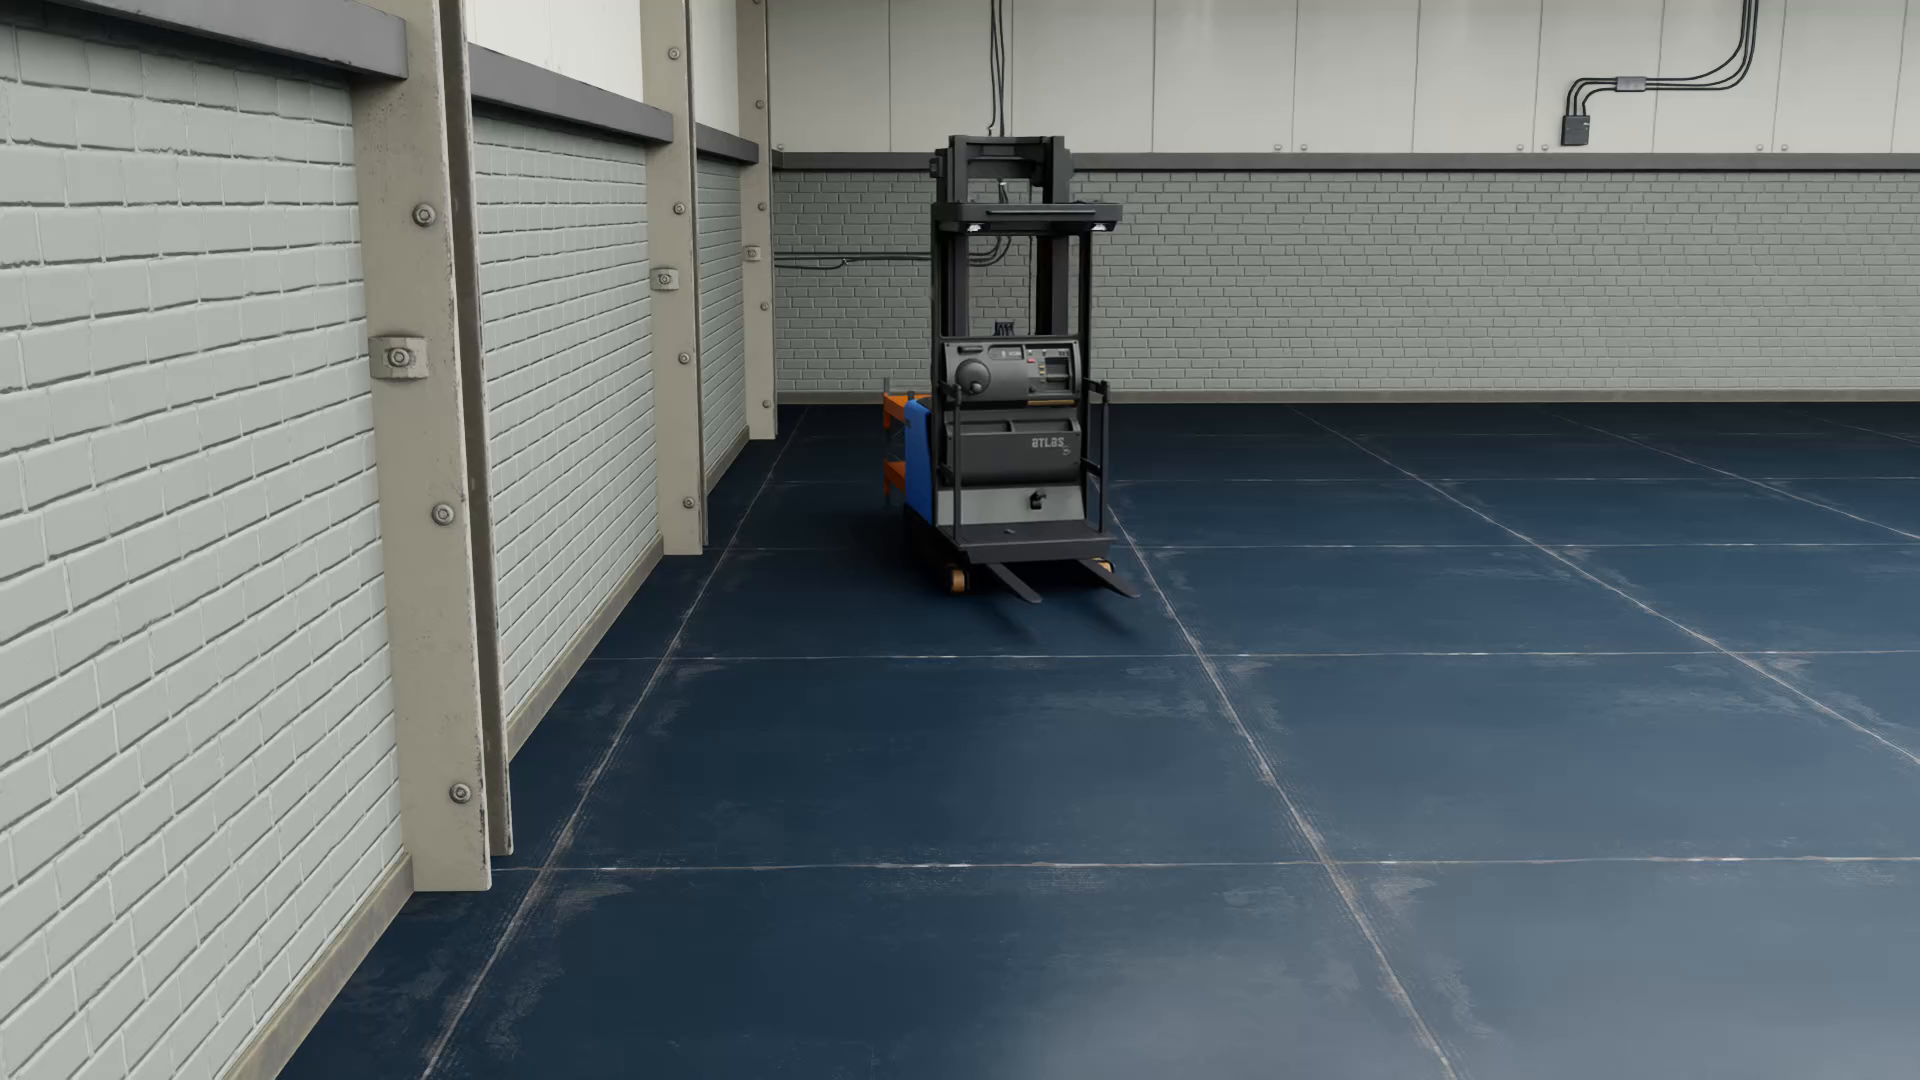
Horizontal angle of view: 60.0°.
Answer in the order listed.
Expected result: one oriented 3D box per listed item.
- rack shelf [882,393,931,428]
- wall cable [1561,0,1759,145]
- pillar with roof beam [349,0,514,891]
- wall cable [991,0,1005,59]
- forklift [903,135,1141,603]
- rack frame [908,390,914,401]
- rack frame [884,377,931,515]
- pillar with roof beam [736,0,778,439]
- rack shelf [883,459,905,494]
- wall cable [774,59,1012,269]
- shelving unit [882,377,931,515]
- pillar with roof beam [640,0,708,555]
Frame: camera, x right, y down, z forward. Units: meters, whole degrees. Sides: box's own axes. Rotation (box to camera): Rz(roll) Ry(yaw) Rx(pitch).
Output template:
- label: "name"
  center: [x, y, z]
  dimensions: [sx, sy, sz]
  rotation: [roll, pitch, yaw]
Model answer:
- label: "rack shelf"
  center: [-0.255, -0.958, 12.981]
  dimensions: [0.538, 0.278, 1.000]
  rotation: [-3, 12, -13]
- label: "wall cable"
  center: [8.598, -7.830, 19.966]
  dimensions: [2.305, 6.003, 0.169]
  rotation: [0, 11, -1]
- label: "pillar with roof beam"
  center: [2.397, -3.168, 5.543]
  dimensions: [9.100, 9.000, 0.400]
  rotation: [0, 11, -1]
- label: "wall cable"
  center: [1.811, -7.091, 19.988]
  dimensions: [3.097, 2.526, 0.112]
  rotation: [0, 11, -1]
- label: "forklift"
  center: [0.403, -1.165, 10.929]
  dimensions: [1.130, 2.935, 3.031]
  rotation: [-3, 12, -13]
- label: "rack frame"
  center: [-0.142, -0.573, 12.553]
  dimensions: [0.500, 1.125, 0.032]
  rotation: [-3, 12, -13]
- label: "rack frame"
  center: [-0.367, -0.770, 13.525]
  dimensions: [0.500, 1.125, 0.032]
  rotation: [-3, 12, -13]
- label: "pillar with roof beam"
  center: [2.149, -5.554, 17.301]
  dimensions: [9.100, 9.000, 0.400]
  rotation: [0, 11, -1]
- label: "rack shelf"
  center: [-0.255, -0.432, 13.088]
  dimensions: [0.538, 0.278, 1.000]
  rotation: [-3, 12, -13]
- label: "wall cable"
  center: [-0.894, -4.605, 20.436]
  dimensions: [3.097, 2.526, 0.112]
  rotation: [0, 11, -1]
- label: "shelving unit"
  center: [-0.255, -0.671, 13.039]
  dimensions: [0.538, 1.125, 1.048]
  rotation: [-3, 12, -13]
- label: "pillar with roof beam"
  center: [2.273, -4.361, 11.422]
  dimensions: [9.100, 9.000, 0.400]
  rotation: [0, 11, -1]
